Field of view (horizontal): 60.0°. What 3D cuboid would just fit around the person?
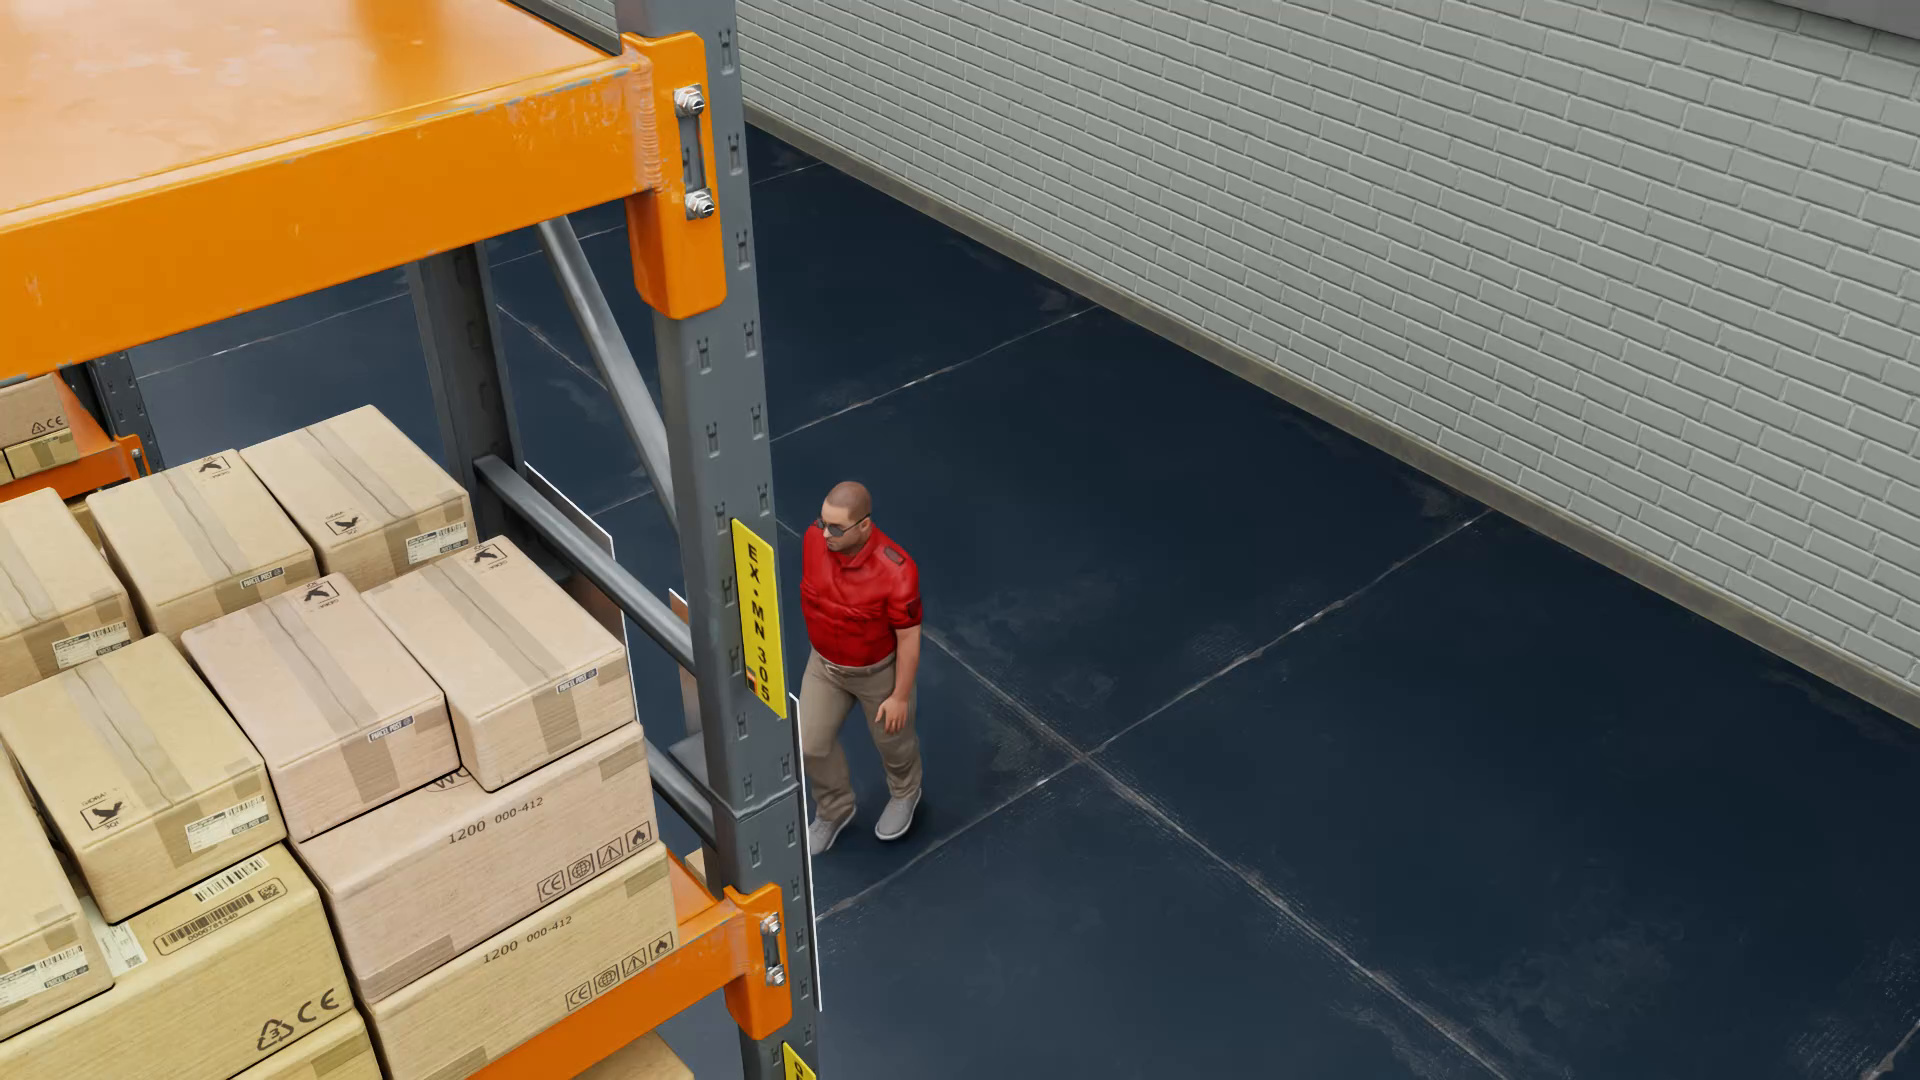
[{"bbox_3d":[-0.378,0.517,6.407,0.553,1.792,0.521,16,39,21],"label":"person"}]
